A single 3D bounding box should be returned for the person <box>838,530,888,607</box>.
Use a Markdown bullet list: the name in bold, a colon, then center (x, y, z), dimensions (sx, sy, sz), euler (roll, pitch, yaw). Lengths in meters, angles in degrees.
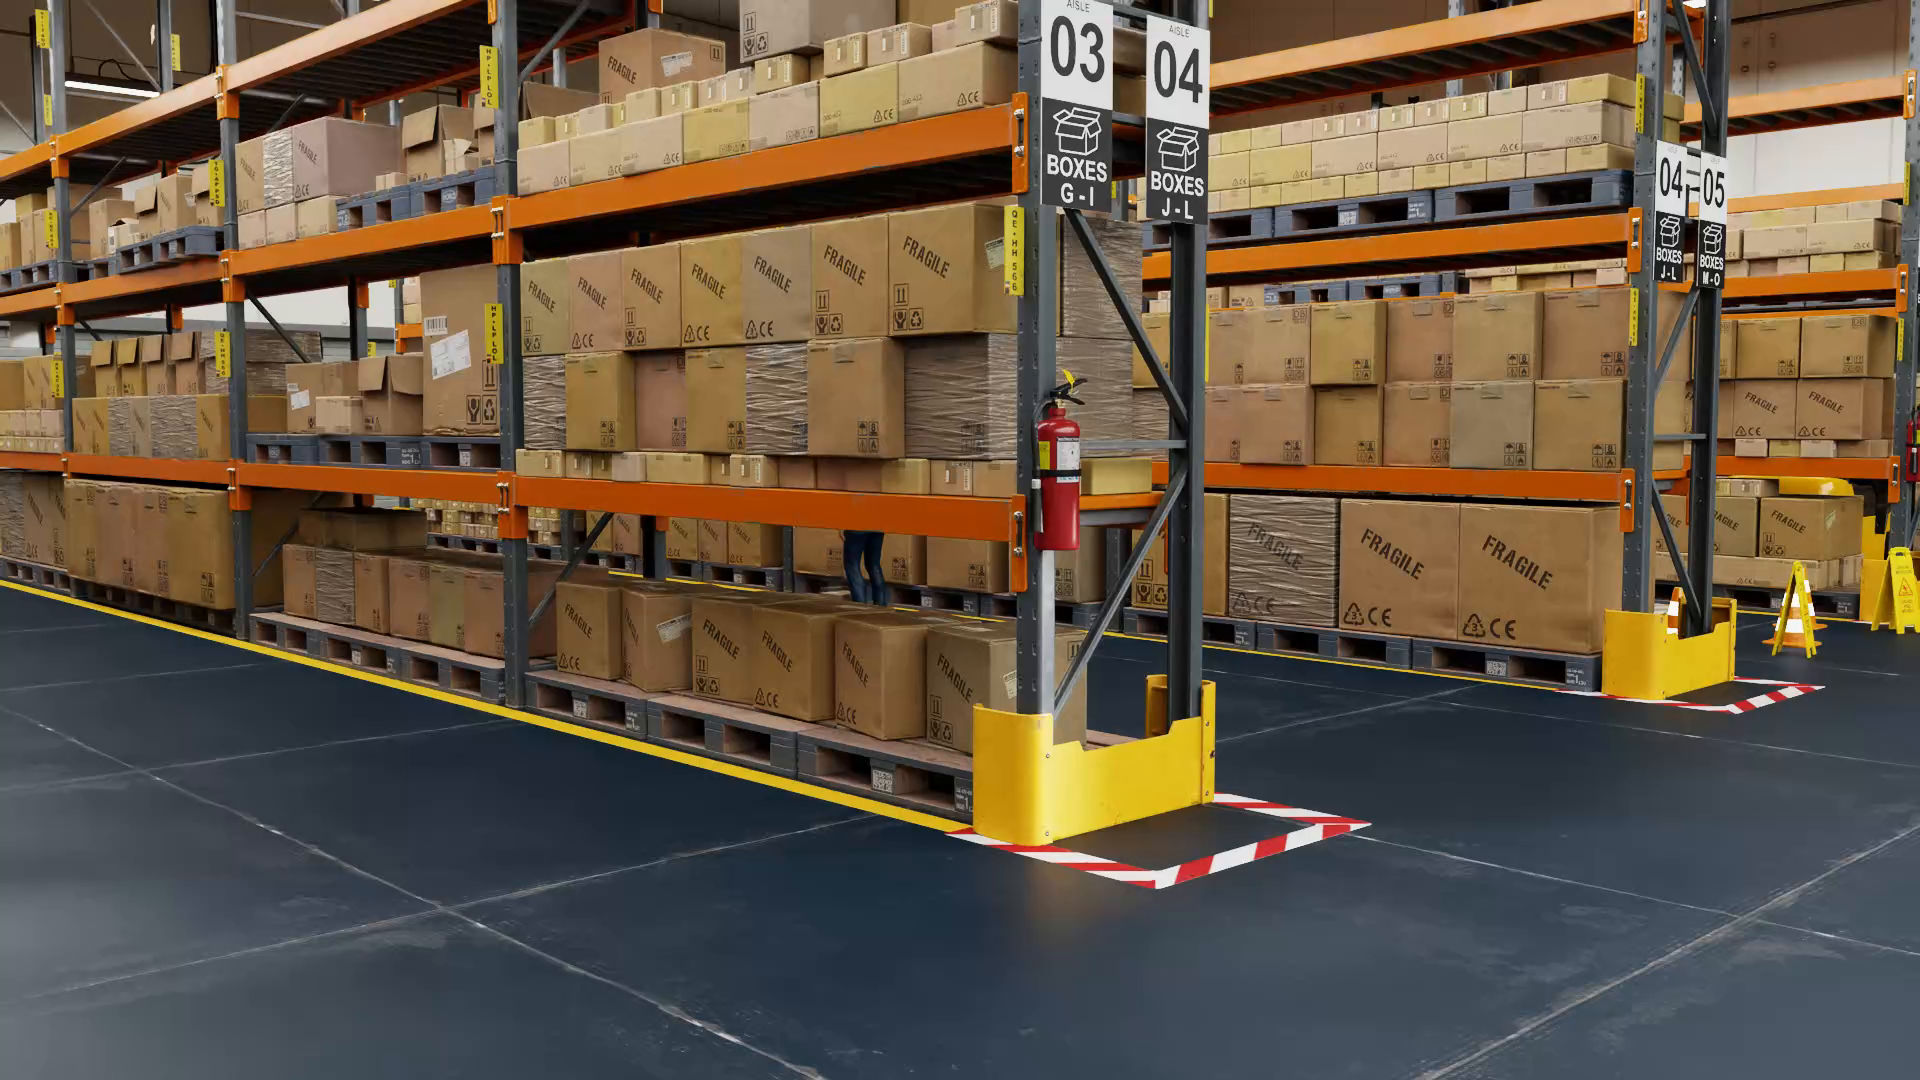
- **person**: center (-0.753, -0.118, 12.924), dimensions (0.347, 1.592, 0.481), euler (4, 6, 42)
